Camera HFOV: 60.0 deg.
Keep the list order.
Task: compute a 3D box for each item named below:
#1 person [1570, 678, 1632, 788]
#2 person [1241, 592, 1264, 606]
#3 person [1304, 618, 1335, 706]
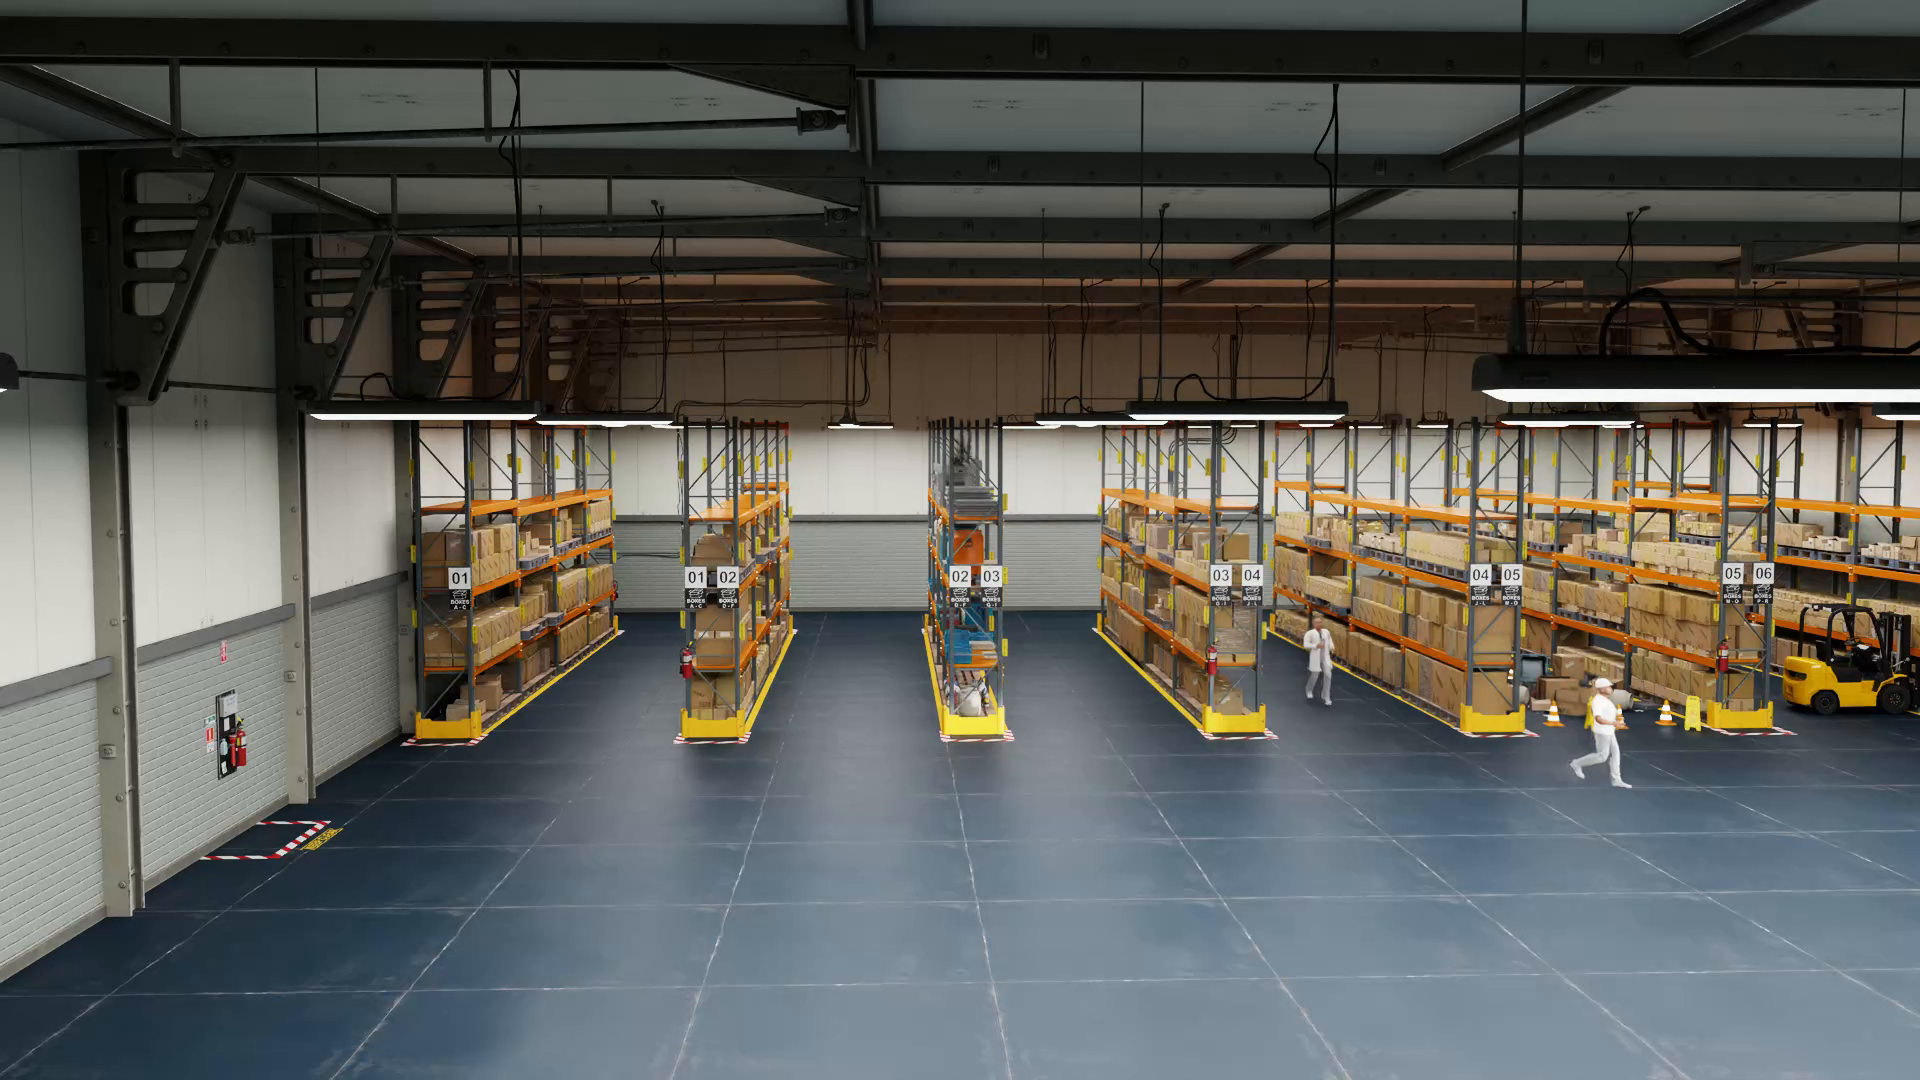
[{"bbox_3d":[10.331,3.093,26.753,0.939,1.753,0.706,2,4,30],"label":"person"},{"bbox_3d":[7.878,1.921,44.975,0.661,1.775,0.688,0,4,5],"label":"person"},{"bbox_3d":[7.615,2.553,35.194,0.729,1.807,0.974,0,4,-7],"label":"person"}]
